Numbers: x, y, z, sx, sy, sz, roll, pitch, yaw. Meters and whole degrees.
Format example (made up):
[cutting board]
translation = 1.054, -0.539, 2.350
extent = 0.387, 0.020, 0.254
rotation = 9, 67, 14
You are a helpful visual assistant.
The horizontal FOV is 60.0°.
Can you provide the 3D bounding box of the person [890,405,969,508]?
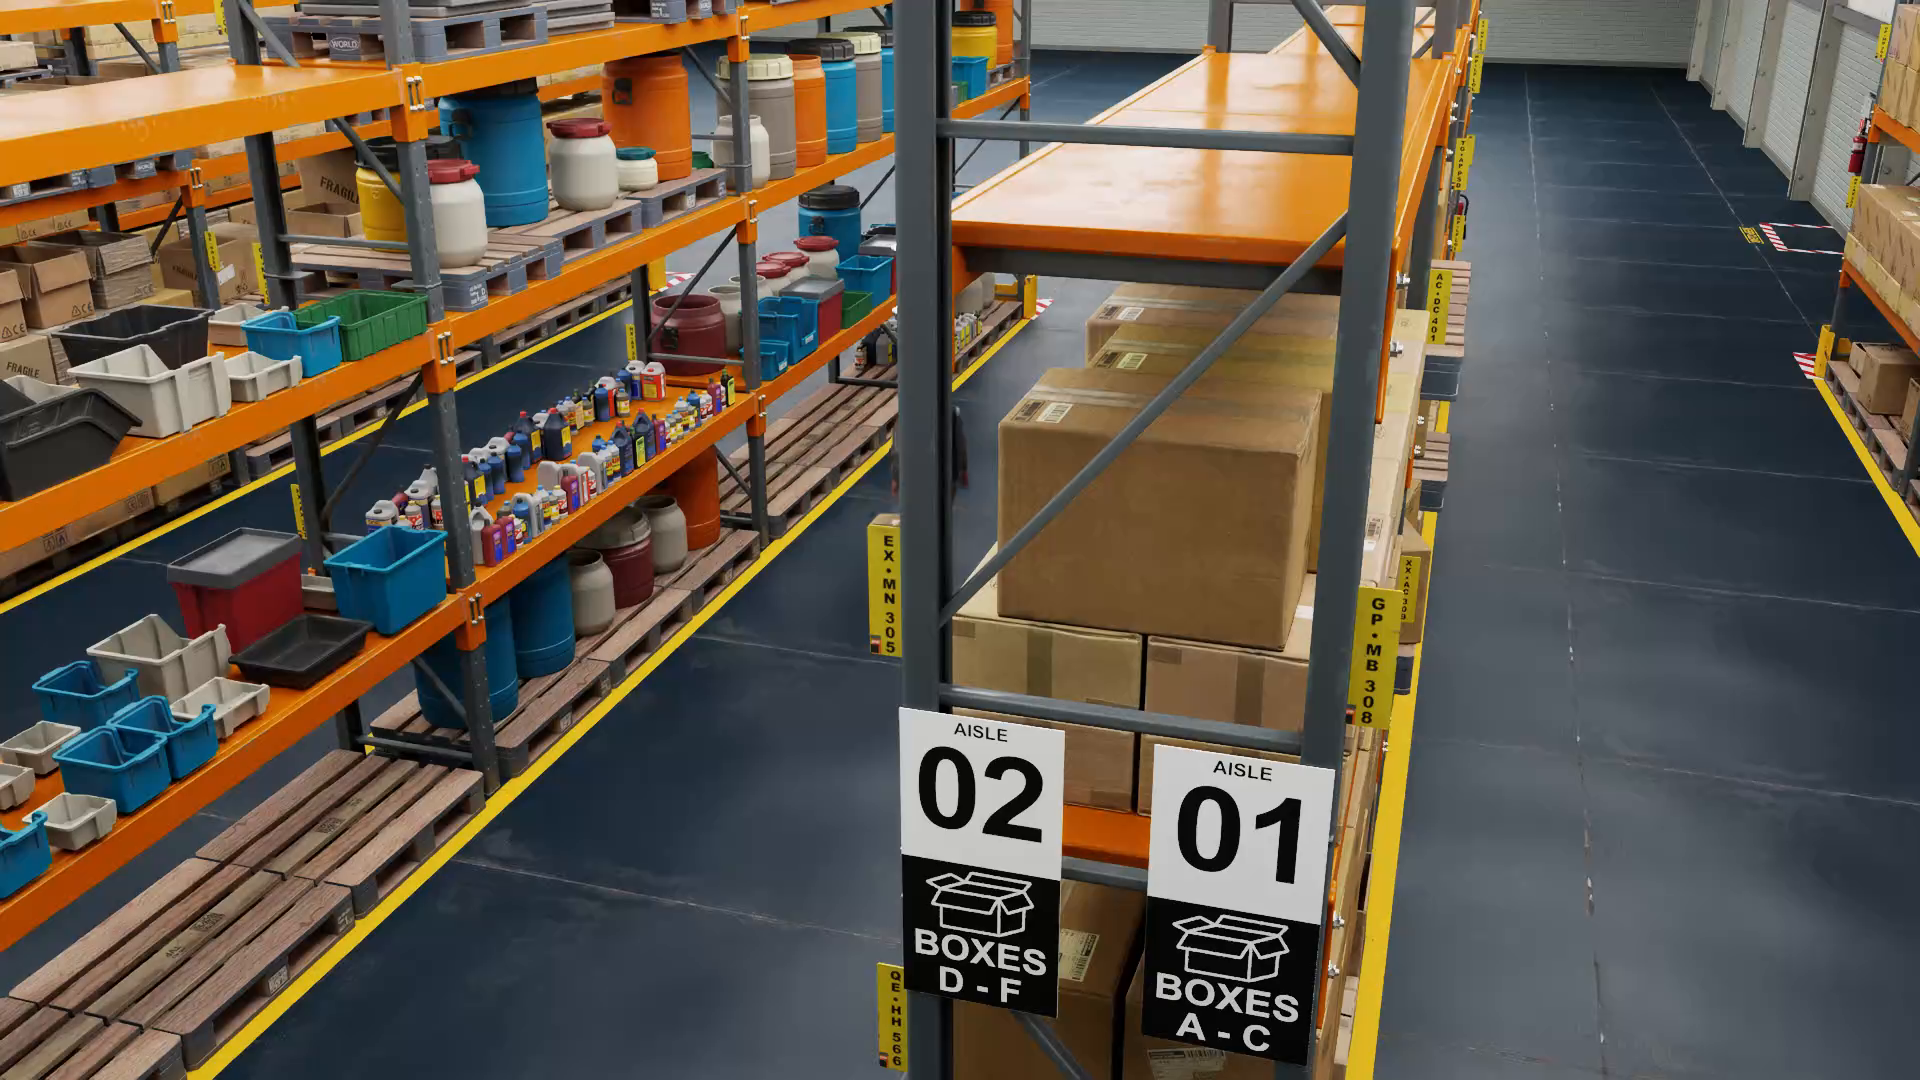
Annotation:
[person]
translation = -0.225, -0.435, 12.196
extent = 0.649, 1.721, 0.624
rotation = -11, 24, -25
